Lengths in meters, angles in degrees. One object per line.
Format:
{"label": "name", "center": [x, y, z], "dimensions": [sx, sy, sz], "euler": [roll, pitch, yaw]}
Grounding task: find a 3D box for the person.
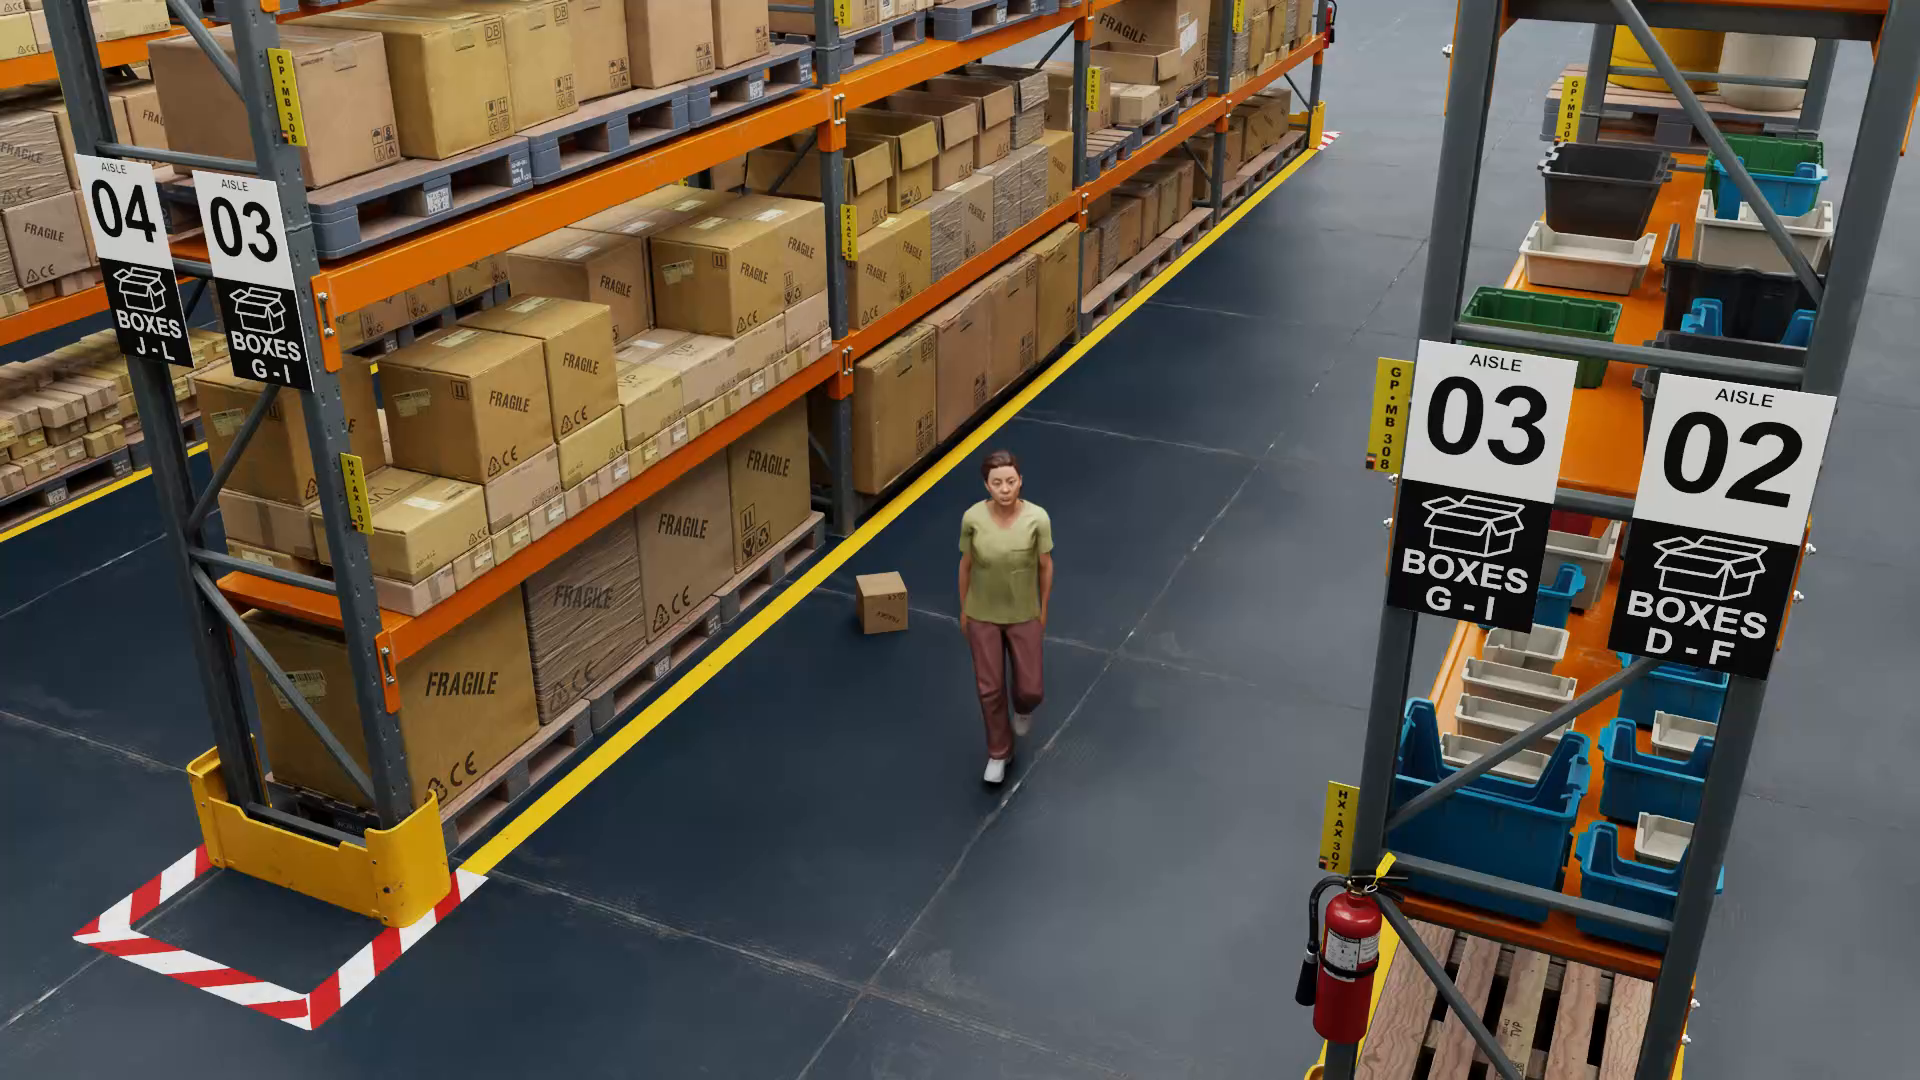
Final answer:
{"label": "person", "center": [0.213, 0.331, 7.902], "dimensions": [0.445, 1.652, 0.565], "euler": [2, 26, 4]}
